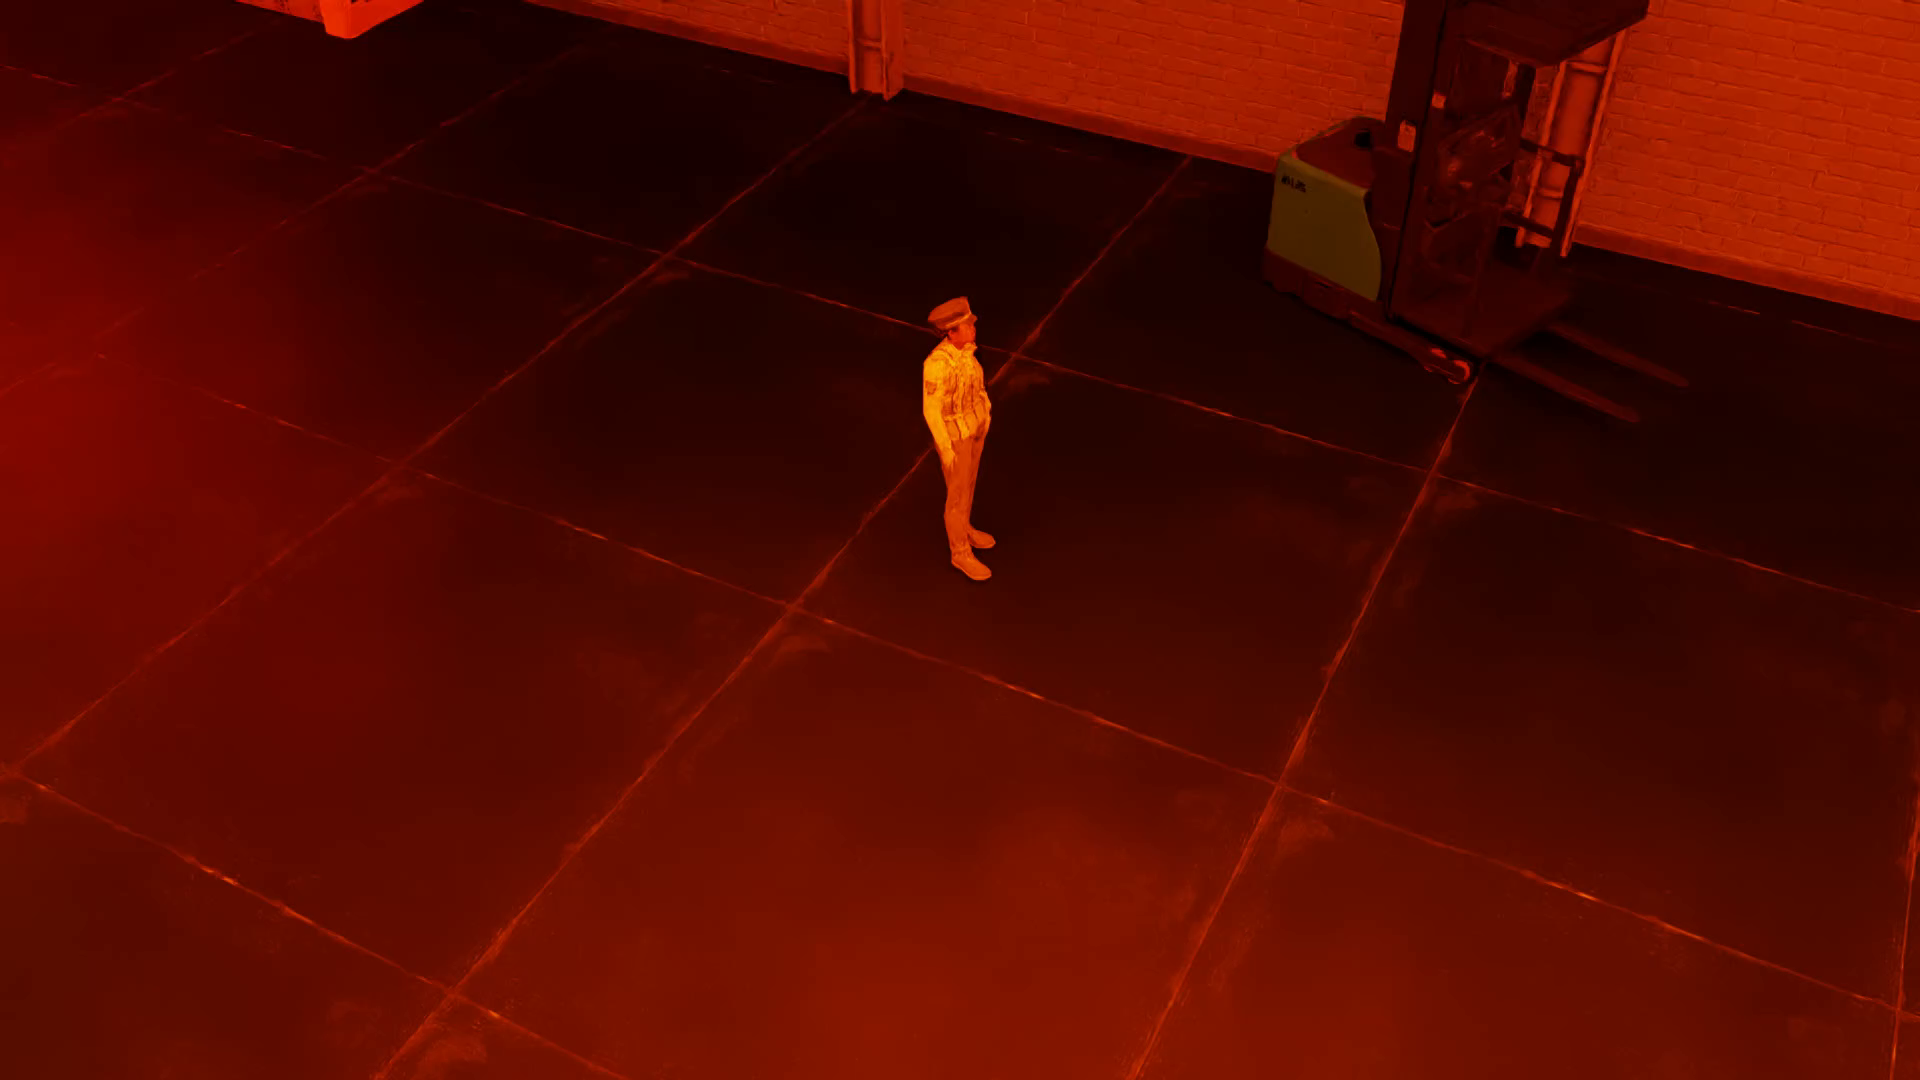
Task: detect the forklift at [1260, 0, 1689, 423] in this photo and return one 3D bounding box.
[{"bbox_3d":[3.628,-2.578,11.048,1.130,2.935,3.031,-31,49,-31],"label":"forklift"}]

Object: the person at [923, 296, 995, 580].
[{"bbox_3d":[0.057,-0.630,9.682,0.533,1.695,0.586,18,43,21],"label":"person"}]
